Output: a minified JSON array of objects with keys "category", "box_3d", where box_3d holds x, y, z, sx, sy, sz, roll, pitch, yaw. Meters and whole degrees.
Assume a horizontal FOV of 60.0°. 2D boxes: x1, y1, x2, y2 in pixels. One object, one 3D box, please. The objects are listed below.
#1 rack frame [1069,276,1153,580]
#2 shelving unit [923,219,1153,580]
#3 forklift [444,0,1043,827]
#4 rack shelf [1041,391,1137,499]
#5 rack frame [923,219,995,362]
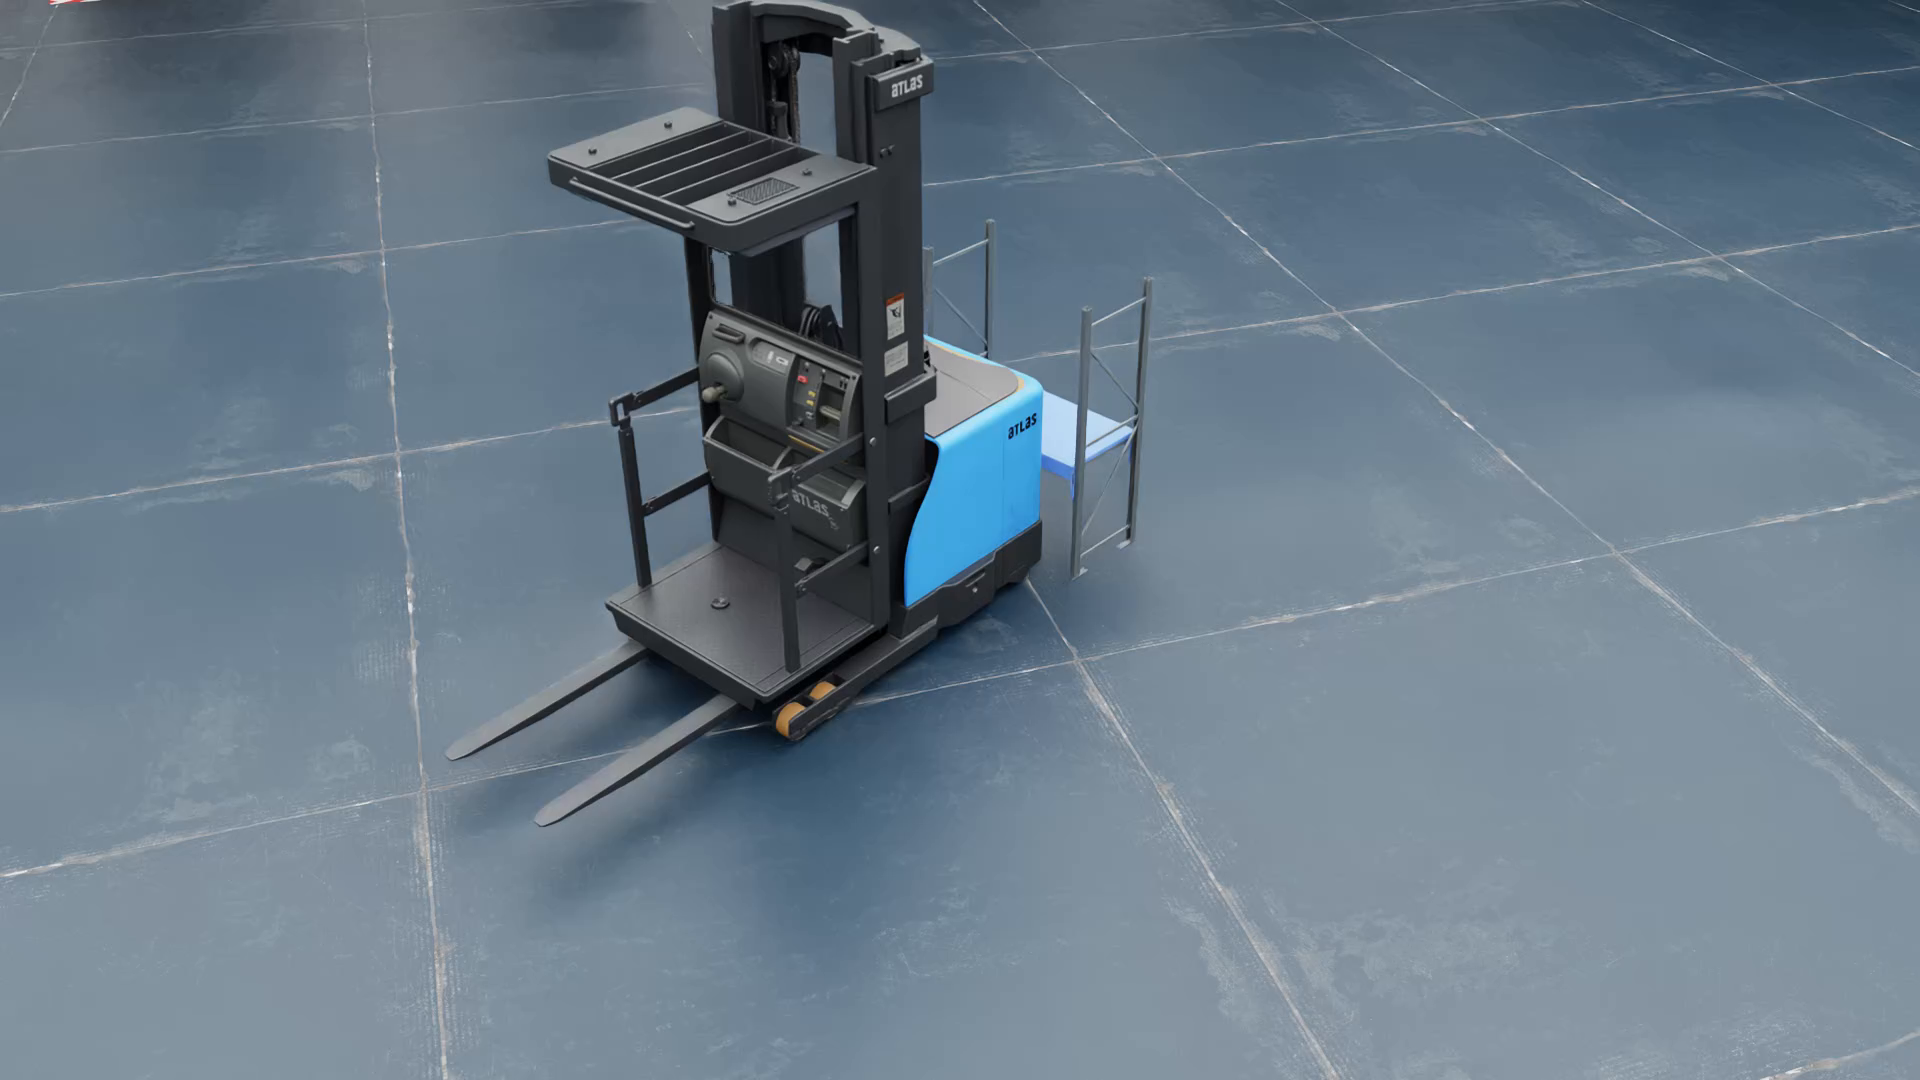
[{"category":"rack frame","box_3d":[0.739,-0.528,8.188,0.032,1.500,0.500,27,42,35]},{"category":"shelving unit","box_3d":[0.368,-0.719,8.478,1.048,1.500,0.538,27,42,35]},{"category":"forklift","box_3d":[-0.928,-0.647,7.070,1.130,2.935,3.031,25,41,33]},{"category":"rack shelf","box_3d":[0.368,-0.569,8.577,1.000,0.185,0.538,27,42,35]},{"category":"rack frame","box_3d":[-0.003,-0.911,8.768,0.032,1.500,0.500,27,42,35]}]
